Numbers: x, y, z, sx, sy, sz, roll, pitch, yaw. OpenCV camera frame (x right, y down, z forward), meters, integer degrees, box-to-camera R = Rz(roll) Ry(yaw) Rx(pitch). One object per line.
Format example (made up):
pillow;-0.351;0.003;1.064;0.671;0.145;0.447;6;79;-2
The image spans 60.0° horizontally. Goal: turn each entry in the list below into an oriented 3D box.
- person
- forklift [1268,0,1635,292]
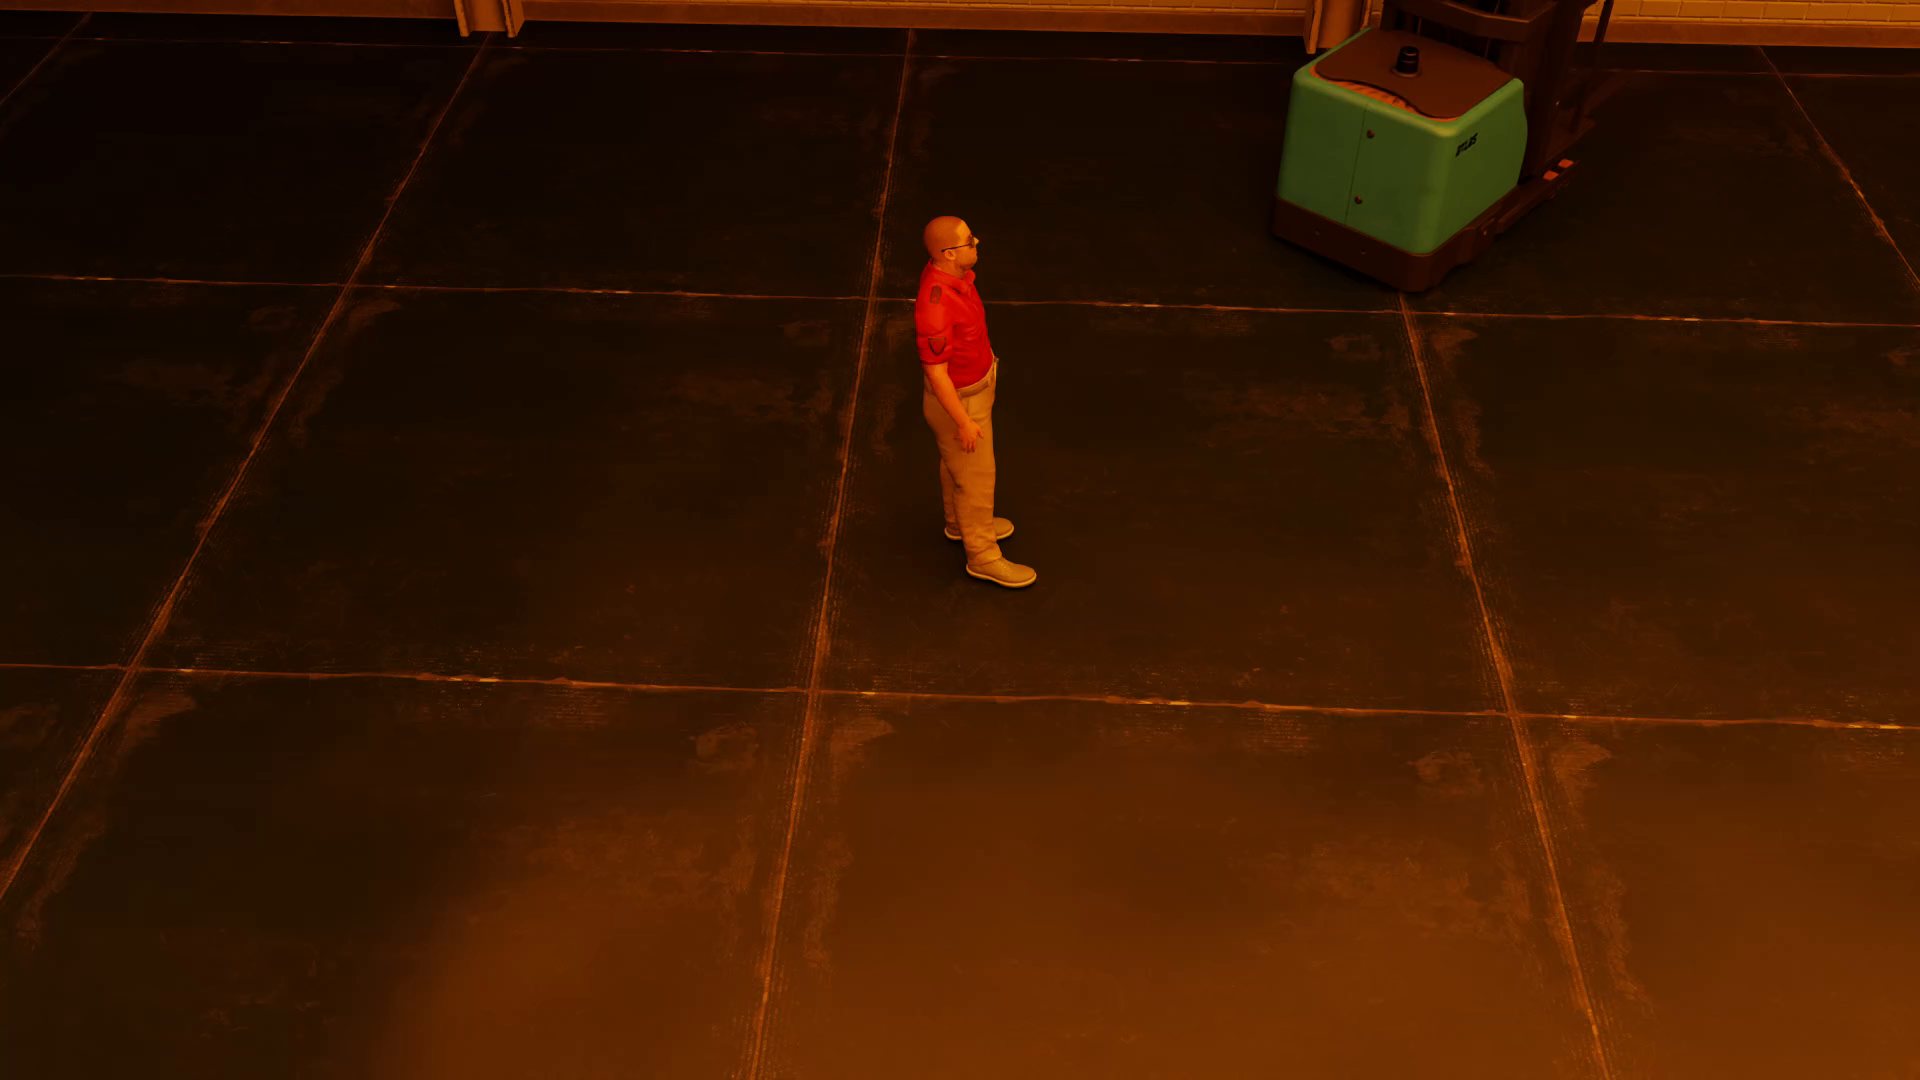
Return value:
person;0.089;-0.634;7.317;0.550;1.727;0.642;2;42;2
forklift;3.182;-3.385;9.450;1.130;2.935;3.031;31;51;30
